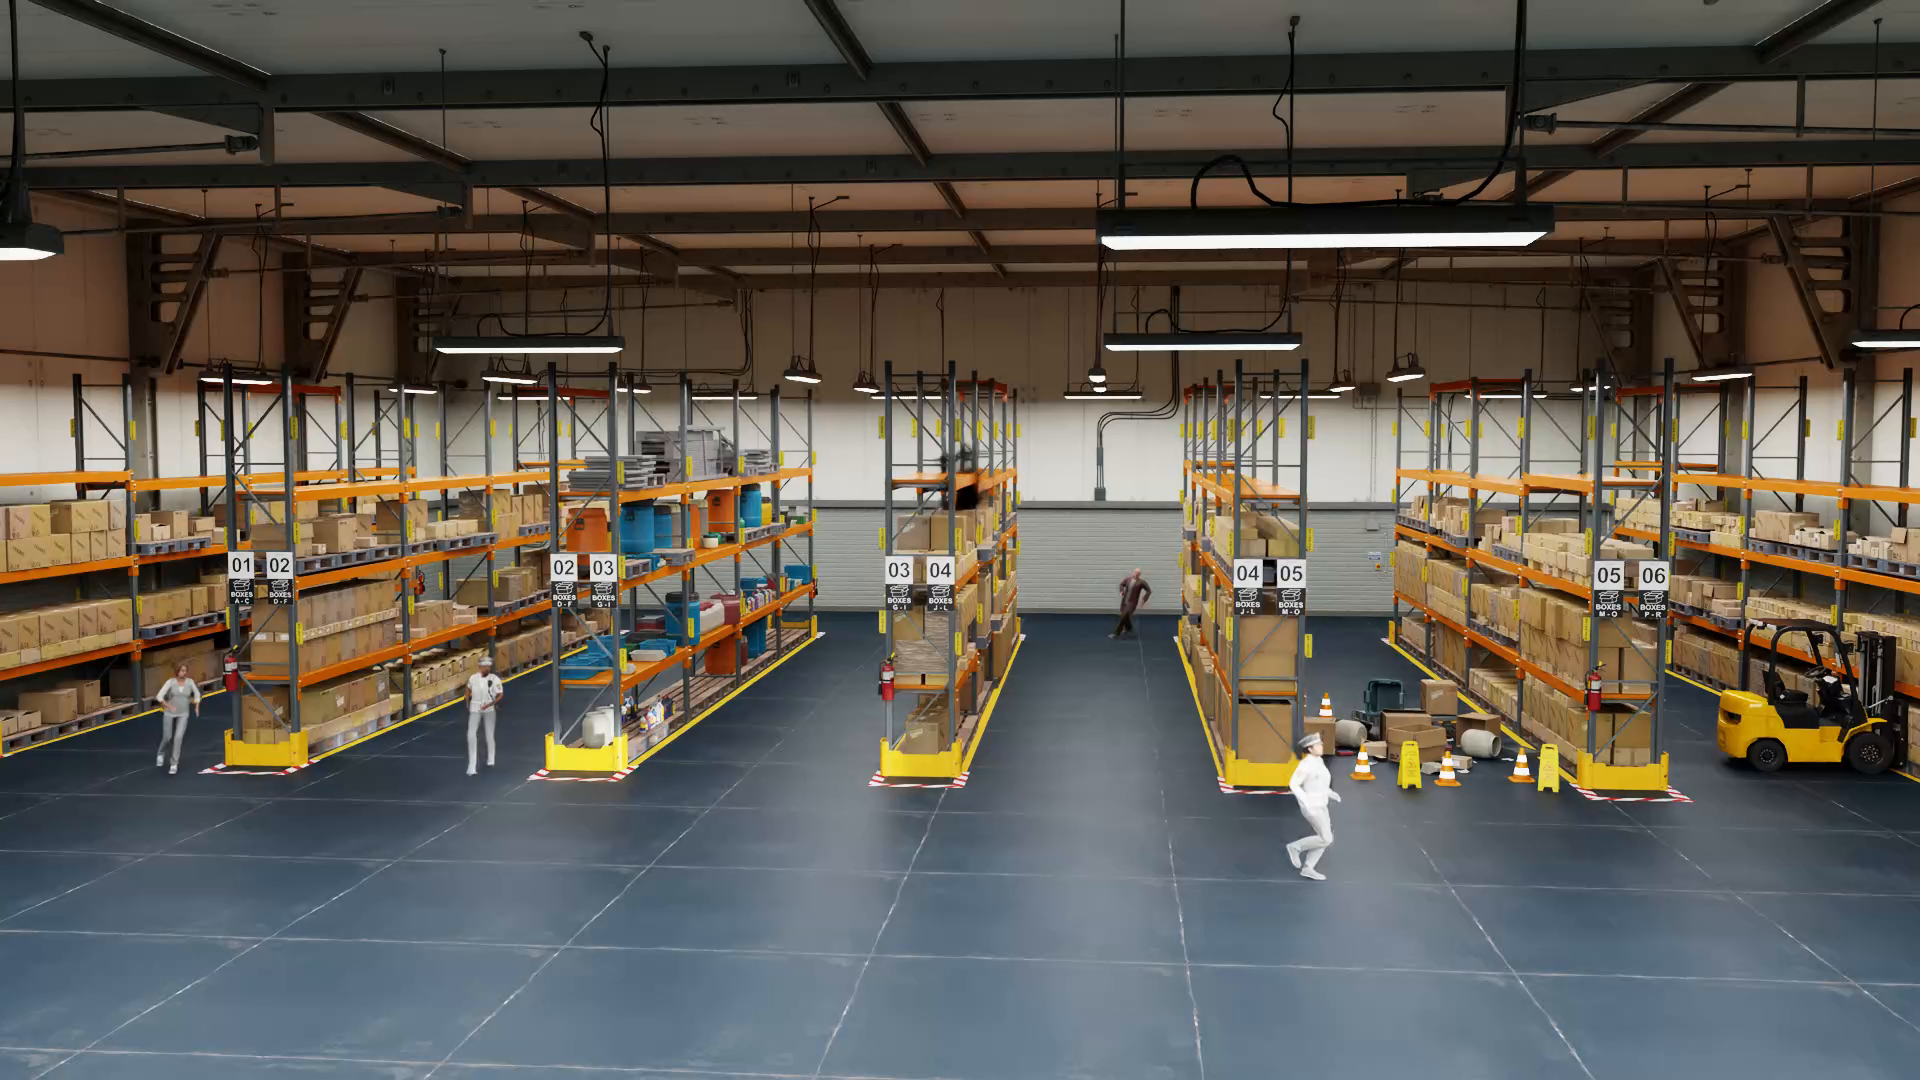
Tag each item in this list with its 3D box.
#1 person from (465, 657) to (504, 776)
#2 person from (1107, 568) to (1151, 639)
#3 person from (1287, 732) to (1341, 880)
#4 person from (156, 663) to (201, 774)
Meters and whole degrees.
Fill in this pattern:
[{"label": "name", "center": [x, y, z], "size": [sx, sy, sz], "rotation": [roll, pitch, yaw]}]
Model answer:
[{"label": "person", "center": [-7.004, 2.565, 24.476], "size": [0.581, 1.725, 0.719], "rotation": [0, 4, -7]}, {"label": "person", "center": [3.982, 1.516, 39.967], "size": [0.999, 1.689, 0.815], "rotation": [-2, 4, -28]}, {"label": "person", "center": [3.954, 2.965, 18.544], "size": [0.548, 1.649, 0.614], "rotation": [2, 5, 34]}, {"label": "person", "center": [-11.475, 2.590, 24.451], "size": [0.607, 1.568, 0.830], "rotation": [-2, 4, -32]}]
